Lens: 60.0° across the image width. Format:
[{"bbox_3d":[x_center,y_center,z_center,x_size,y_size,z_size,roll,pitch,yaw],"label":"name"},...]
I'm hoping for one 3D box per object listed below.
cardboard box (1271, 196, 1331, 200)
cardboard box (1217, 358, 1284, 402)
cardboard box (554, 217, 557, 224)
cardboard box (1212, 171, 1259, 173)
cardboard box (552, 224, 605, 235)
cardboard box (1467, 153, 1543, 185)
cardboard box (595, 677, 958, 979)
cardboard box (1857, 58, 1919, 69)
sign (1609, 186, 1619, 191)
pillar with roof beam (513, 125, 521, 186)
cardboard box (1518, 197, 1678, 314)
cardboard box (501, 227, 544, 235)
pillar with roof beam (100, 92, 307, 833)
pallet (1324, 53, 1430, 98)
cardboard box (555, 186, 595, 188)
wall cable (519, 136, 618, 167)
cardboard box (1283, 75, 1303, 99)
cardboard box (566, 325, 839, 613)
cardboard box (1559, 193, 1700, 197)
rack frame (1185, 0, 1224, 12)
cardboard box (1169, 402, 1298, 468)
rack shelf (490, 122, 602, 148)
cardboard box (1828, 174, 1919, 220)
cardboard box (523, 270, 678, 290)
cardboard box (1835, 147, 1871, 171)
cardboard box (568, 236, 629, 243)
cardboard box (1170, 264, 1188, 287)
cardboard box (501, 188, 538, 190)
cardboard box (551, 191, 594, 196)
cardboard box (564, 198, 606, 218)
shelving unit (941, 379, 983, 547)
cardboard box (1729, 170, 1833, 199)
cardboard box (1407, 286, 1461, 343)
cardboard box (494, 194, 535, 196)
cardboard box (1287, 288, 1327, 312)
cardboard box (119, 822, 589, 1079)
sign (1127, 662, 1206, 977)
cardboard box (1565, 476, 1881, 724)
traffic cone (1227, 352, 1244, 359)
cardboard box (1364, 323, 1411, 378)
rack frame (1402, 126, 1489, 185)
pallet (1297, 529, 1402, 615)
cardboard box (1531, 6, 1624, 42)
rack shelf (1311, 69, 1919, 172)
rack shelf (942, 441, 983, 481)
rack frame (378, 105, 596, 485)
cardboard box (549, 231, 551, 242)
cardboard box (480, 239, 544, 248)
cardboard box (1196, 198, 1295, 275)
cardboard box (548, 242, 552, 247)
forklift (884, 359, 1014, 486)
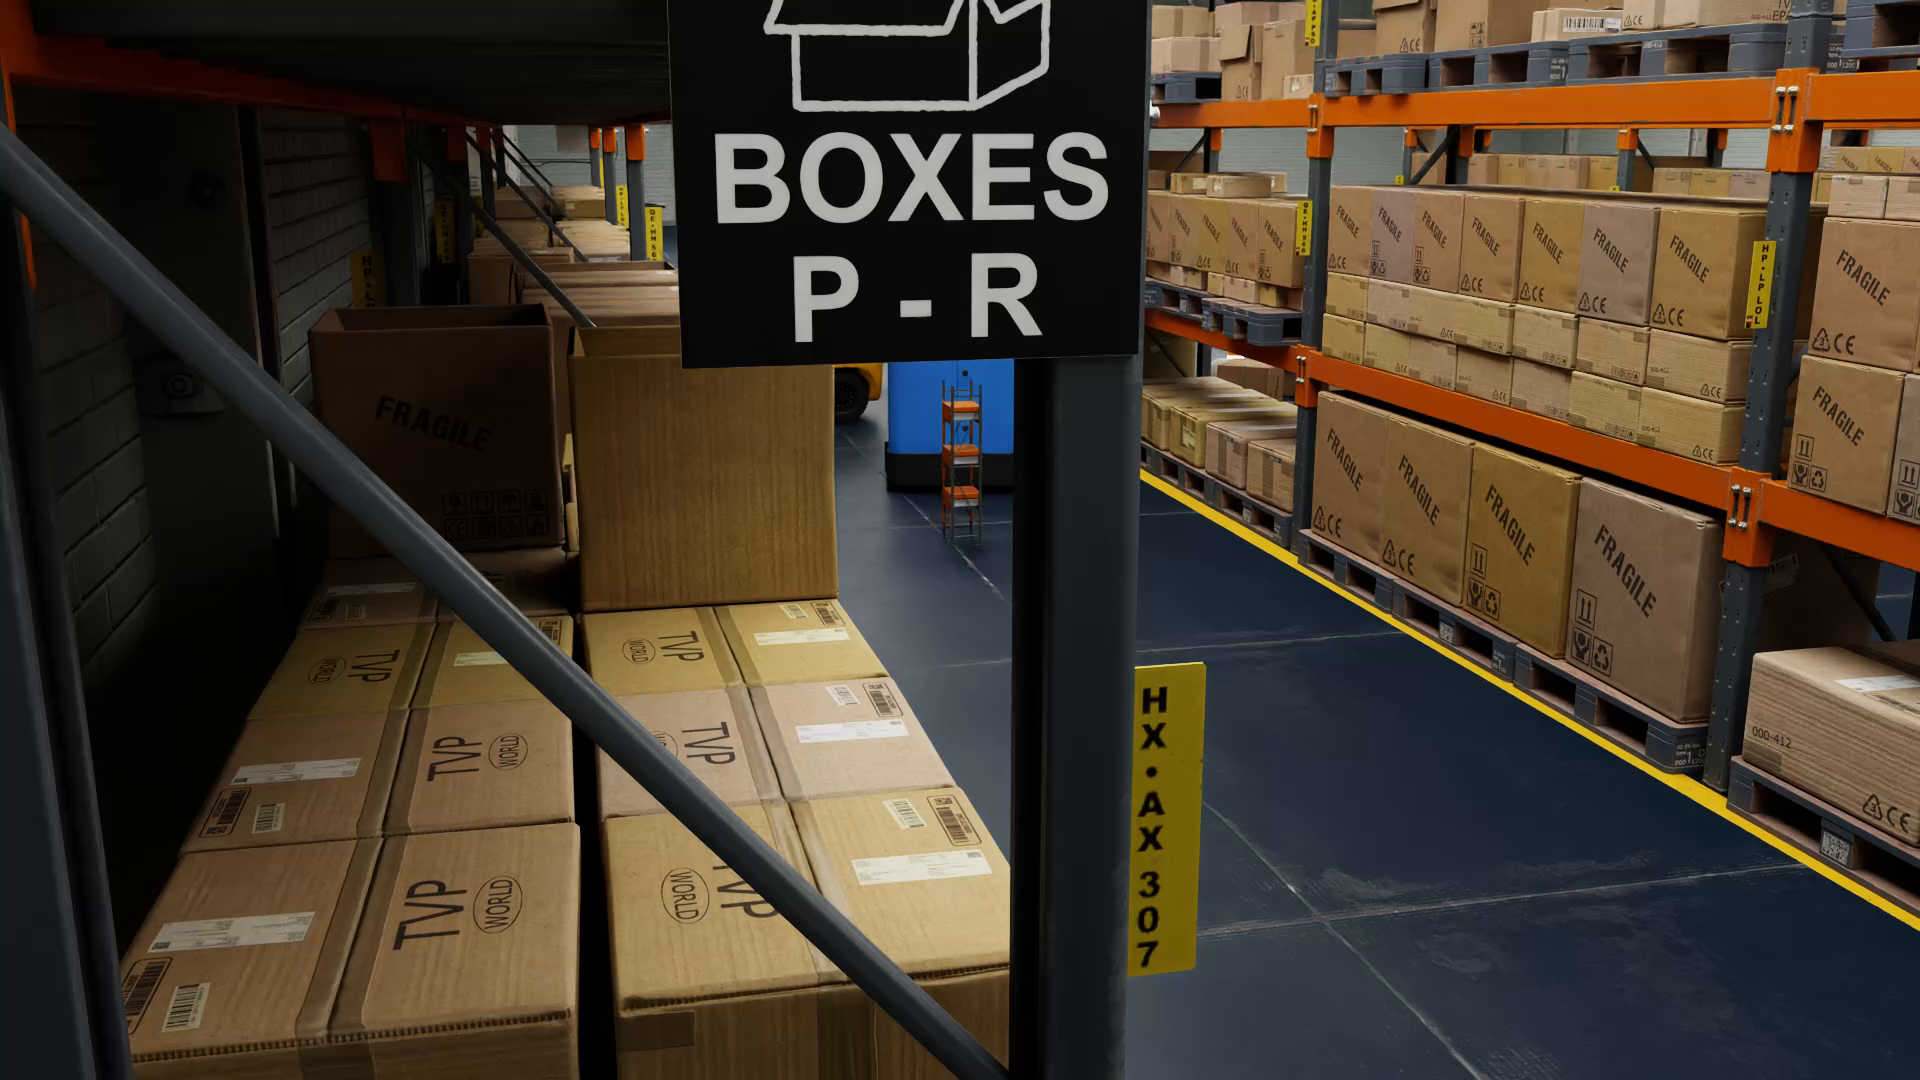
[{"bbox_3d":[2.466,-2.149,11.679,0.500,0.500,0.500,-3,14,-12],"label":"cardboard box"},{"bbox_3d":[2.739,-1.426,15.703,0.500,0.500,0.500,7,15,26],"label":"cardboard box"},{"bbox_3d":[-3.446,-2.903,14.912,0.380,0.149,0.250,-3,14,-14],"label":"cardboard box"},{"bbox_3d":[2.170,-2.776,12.879,0.380,0.149,0.250,-4,14,-15],"label":"cardboard box"},{"bbox_3d":[-2.776,-2.217,12.106,0.380,0.149,0.250,-3,14,-13],"label":"cardboard box"},{"bbox_3d":[5.784,-3.789,17.523,0.875,0.550,0.550,-3,14,-13],"label":"cardboard box"},{"bbox_3d":[-0.301,0.423,2.566,0.500,0.250,0.500,-3,14,-13],"label":"cardboard box"},{"bbox_3d":[6.858,-3.583,12.044,0.500,0.311,0.500,-3,14,-13],"label":"cardboard box"},{"bbox_3d":[5.917,-3.043,15.069,0.100,0.325,0.005,-3,14,-13],"label":"sign"},{"bbox_3d":[-7.669,-12.825,44.461,9.100,9.000,0.548,-3,14,-13],"label":"pillar with roof beam"},{"bbox_3d":[2.969,-1.330,7.735,0.500,0.500,0.500,-3,14,-11],"label":"cardboard box"},{"bbox_3d":[-3.132,-2.128,11.741,0.380,0.149,0.250,-3,14,-14],"label":"cardboard box"},{"bbox_3d":[2.195,-3.136,4.802,9.100,9.000,0.400,-3,14,-13],"label":"pillar with roof beam"},{"bbox_3d":[2.810,-2.613,9.378,1.213,0.211,1.003,-3,14,-11],"label":"pallet"},{"bbox_3d":[-3.718,-3.343,16.086,0.380,0.149,0.250,-3,14,-13],"label":"cardboard box"},{"bbox_3d":[-11.260,-11.830,46.931,3.097,2.526,0.112,-3,14,-13],"label":"wall cable"},{"bbox_3d":[2.263,-2.846,10.464,0.380,0.149,0.250,-3,14,-13],"label":"cardboard box"},{"bbox_3d":[-0.535,-0.171,3.418,0.500,0.500,0.500,-3,14,-12],"label":"cardboard box"},{"bbox_3d":[3.333,-1.472,8.316,0.500,0.500,0.500,-4,14,-14],"label":"cardboard box"},{"bbox_3d":[1.668,-5.230,13.373,1.000,3.000,0.127,-3,14,-13],"label":"rack frame"},{"bbox_3d":[2.131,-0.796,12.518,0.950,0.372,0.625,-3,14,-11],"label":"cardboard box"},{"bbox_3d":[-3.626,-3.607,14.567,1.077,0.370,4.000,-3,14,-13],"label":"rack shelf"},{"bbox_3d":[3.369,-1.232,5.966,0.380,0.149,0.250,-3,14,-14],"label":"cardboard box"},{"bbox_3d":[-1.479,-0.870,7.071,0.700,0.500,0.500,-3,14,-13],"label":"cardboard box"},{"bbox_3d":[10.336,-4.212,18.902,0.500,0.500,0.500,-3,14,-13],"label":"cardboard box"},{"bbox_3d":[-2.319,-1.866,10.668,0.380,0.149,0.250,-3,14,-12],"label":"cardboard box"},{"bbox_3d":[1.770,-1.950,12.234,0.380,0.149,0.250,-3,14,-11],"label":"cardboard box"},{"bbox_3d":[-4.076,-3.199,15.498,0.380,0.149,0.250,-3,14,-13],"label":"cardboard box"},{"bbox_3d":[-3.398,-2.986,14.623,0.380,0.149,0.250,-3,14,-13],"label":"cardboard box"},{"bbox_3d":[-2.943,-2.636,13.193,0.380,0.149,0.250,-3,14,-12],"label":"cardboard box"},{"bbox_3d":[0.013,-0.498,10.752,0.215,1.050,0.252,-3,14,-13],"label":"shelving unit"},{"bbox_3d":[6.819,-2.800,13.749,0.700,0.500,0.500,-3,14,-13],"label":"cardboard box"},{"bbox_3d":[2.711,-1.197,8.770,0.500,0.250,0.500,-3,14,-13],"label":"cardboard box"},{"bbox_3d":[-3.780,-2.839,14.022,0.380,0.149,0.250,-4,14,-14],"label":"cardboard box"},{"bbox_3d":[2.302,-1.537,10.544,0.380,0.149,0.250,-3,14,-11],"label":"cardboard box"},{"bbox_3d":[-0.704,0.567,1.974,0.500,0.250,0.500,-3,14,-12],"label":"cardboard box"},{"bbox_3d":[0.190,0.279,1.639,0.100,0.325,0.005,-3,14,-13],"label":"sign"},{"bbox_3d":[3.323,0.220,7.300,0.875,0.875,0.875,-3,14,-11],"label":"cardboard box"},{"bbox_3d":[3.082,-2.119,18.626,0.336,0.463,0.334,-3,14,-13],"label":"traffic cone"},{"bbox_3d":[2.615,-1.076,9.325,0.500,0.250,0.500,-4,14,-15],"label":"cardboard box"},{"bbox_3d":[5.516,-3.538,19.087,1.000,3.000,0.127,-3,14,-13],"label":"rack frame"},{"bbox_3d":[2.719,0.148,9.877,1.003,0.211,1.213,-3,14,-13],"label":"pallet"},{"bbox_3d":[2.957,-2.446,7.904,0.380,0.166,0.250,-2,14,-8],"label":"cardboard box"},{"bbox_3d":[3.077,-2.039,8.149,1.077,0.370,4.000,-3,14,-13],"label":"rack shelf"},{"bbox_3d":[0.013,-0.487,10.754,0.215,0.259,0.240,-3,14,-13],"label":"rack shelf"},{"bbox_3d":[-1.277,-0.193,5.395,1.000,3.000,0.127,-3,14,-13],"label":"rack frame"},{"bbox_3d":[-3.638,-2.290,13.771,0.500,0.500,0.500,-3,14,-12],"label":"cardboard box"},{"bbox_3d":[-2.773,-1.777,10.304,0.380,0.149,0.250,-3,14,-14],"label":"cardboard box"},{"bbox_3d":[1.978,-2.114,11.539,0.500,0.500,0.500,-4,14,-17],"label":"cardboard box"},{"bbox_3d":[-3.286,-2.077,12.370,0.500,0.250,0.500,-4,14,-14],"label":"cardboard box"},{"bbox_3d":[0.004,-2.113,13.402,1.130,2.935,3.031,0,14,1],"label":"forklift"}]
